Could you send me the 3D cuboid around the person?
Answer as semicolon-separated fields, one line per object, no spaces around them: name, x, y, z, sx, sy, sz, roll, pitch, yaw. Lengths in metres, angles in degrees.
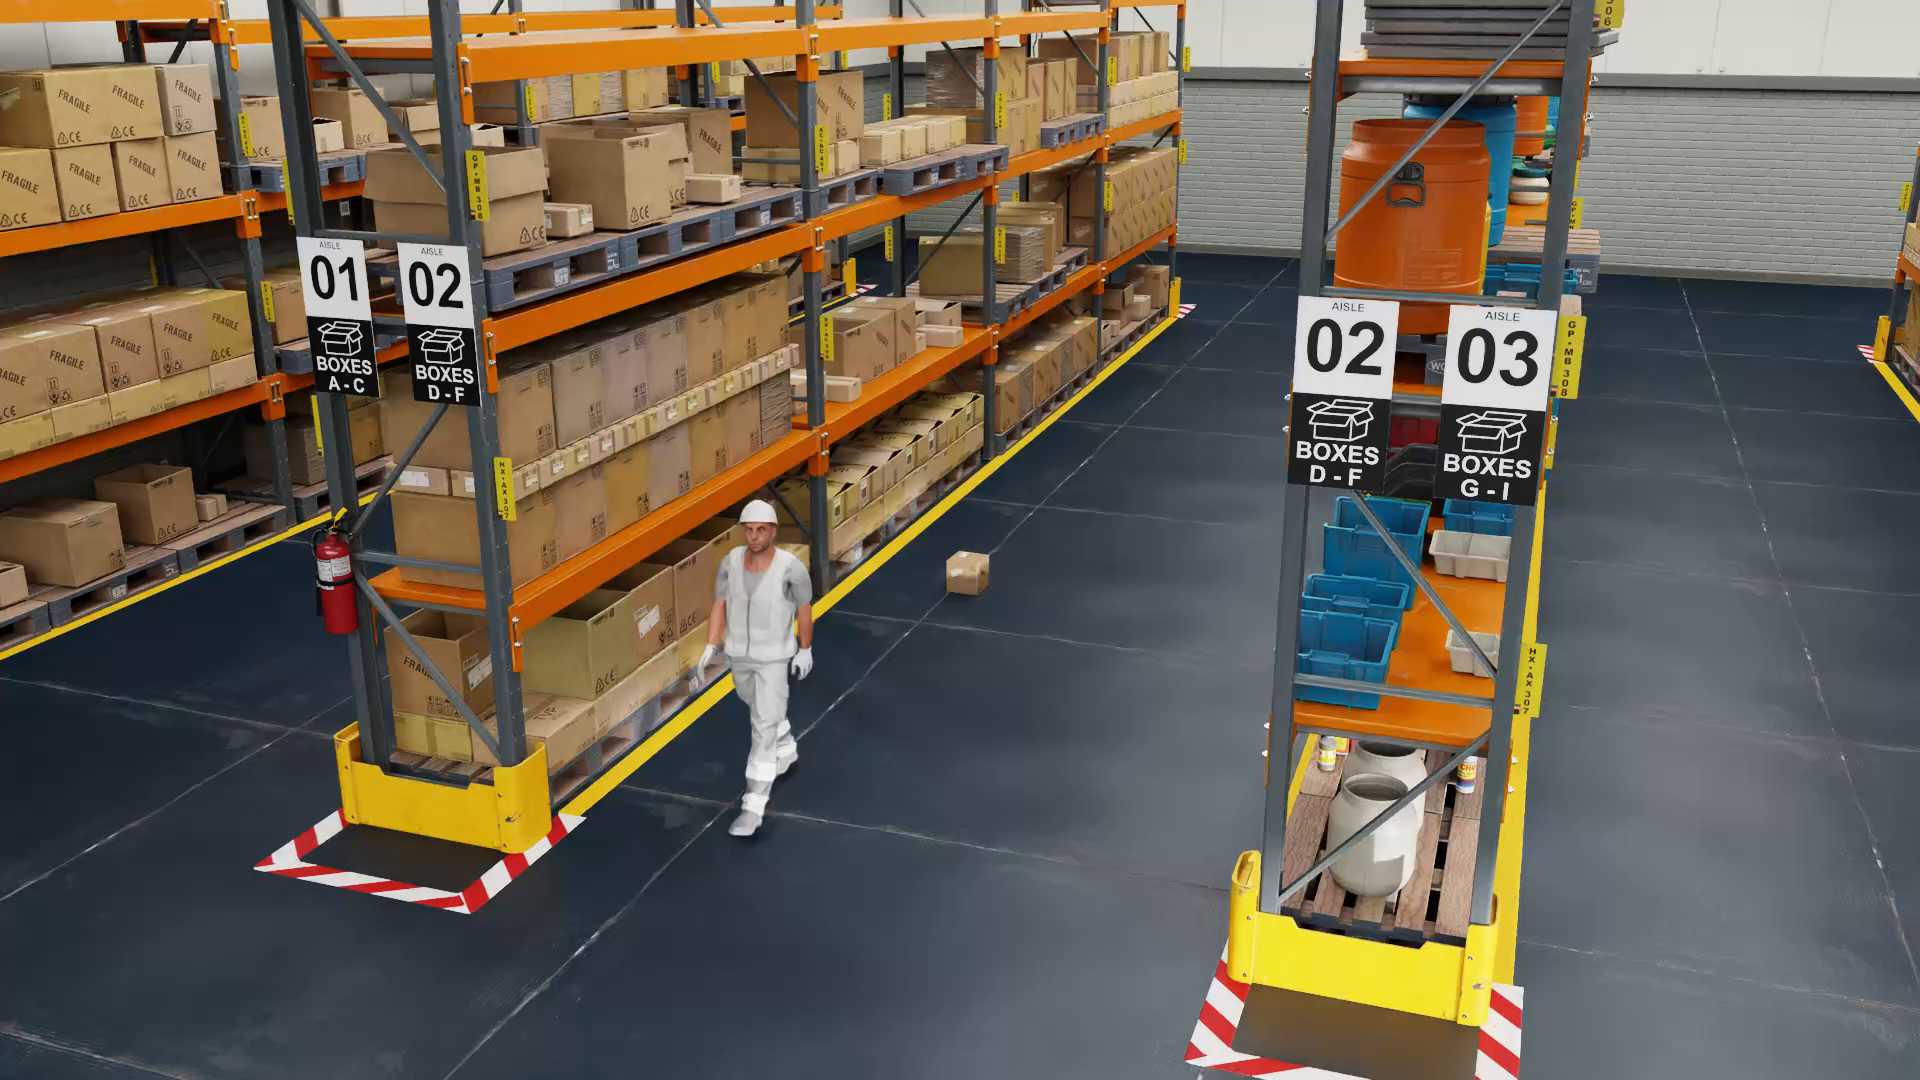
person;-1.129;0.644;9.082;0.534;1.736;1.036;7;20;20
